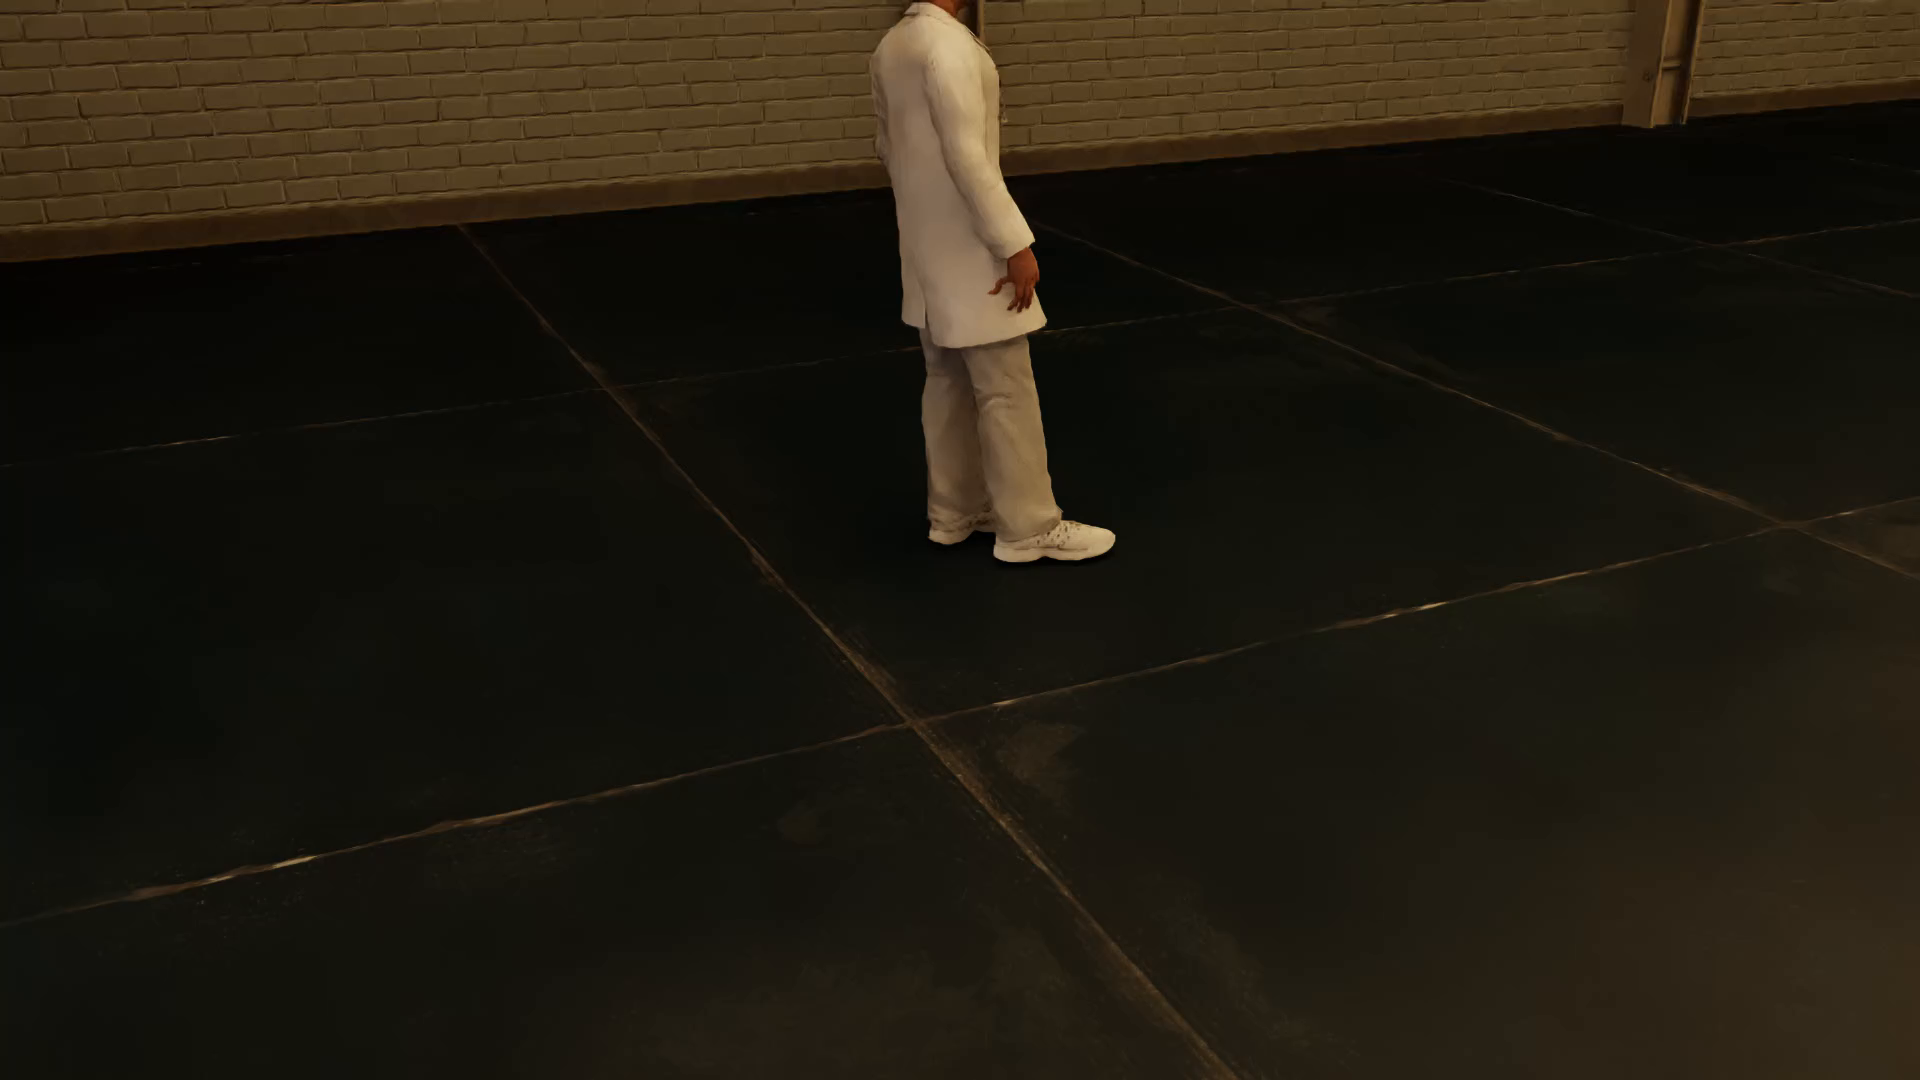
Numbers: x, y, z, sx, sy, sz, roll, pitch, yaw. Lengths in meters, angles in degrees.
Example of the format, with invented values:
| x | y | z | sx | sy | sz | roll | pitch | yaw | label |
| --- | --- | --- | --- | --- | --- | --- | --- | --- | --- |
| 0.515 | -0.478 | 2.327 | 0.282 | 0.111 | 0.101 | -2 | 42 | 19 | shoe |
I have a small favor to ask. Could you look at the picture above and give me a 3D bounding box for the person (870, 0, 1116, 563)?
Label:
| x | y | z | sx | sy | sz | roll | pitch | yaw | label |
| --- | --- | --- | --- | --- | --- | --- | --- | --- | --- |
| 0.084 | -0.841 | 4.795 | 0.579 | 1.776 | 0.694 | -10 | 25 | -23 | person |
